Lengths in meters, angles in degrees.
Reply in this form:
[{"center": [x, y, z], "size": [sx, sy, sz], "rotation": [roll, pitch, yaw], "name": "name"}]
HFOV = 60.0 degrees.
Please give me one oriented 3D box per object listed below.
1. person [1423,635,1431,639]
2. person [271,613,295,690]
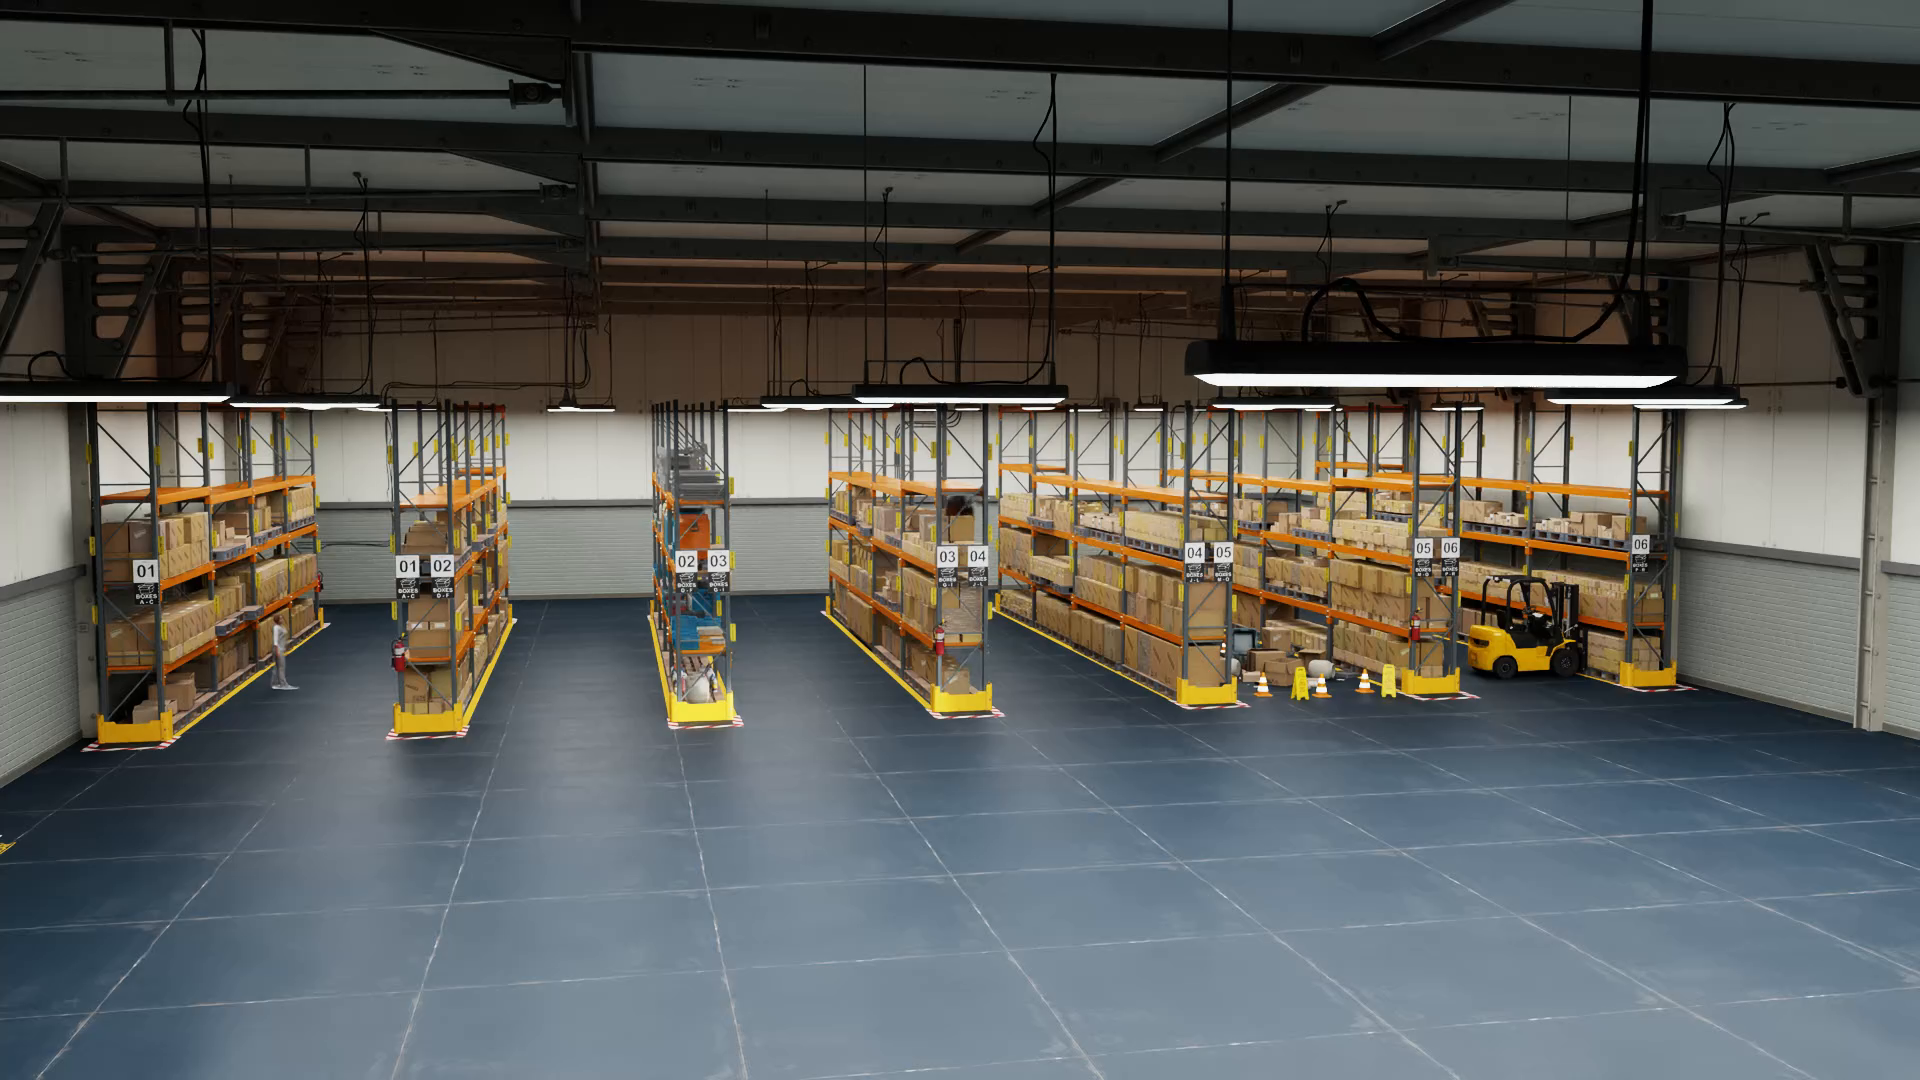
[{"center": [10.941, 1.901, 38.958], "size": [0.431, 1.795, 0.617], "rotation": [1, 4, 12], "name": "person"}, {"center": [-14.115, 2.375, 34.648], "size": [0.472, 1.479, 0.430], "rotation": [-1, 5, -19], "name": "person"}]
